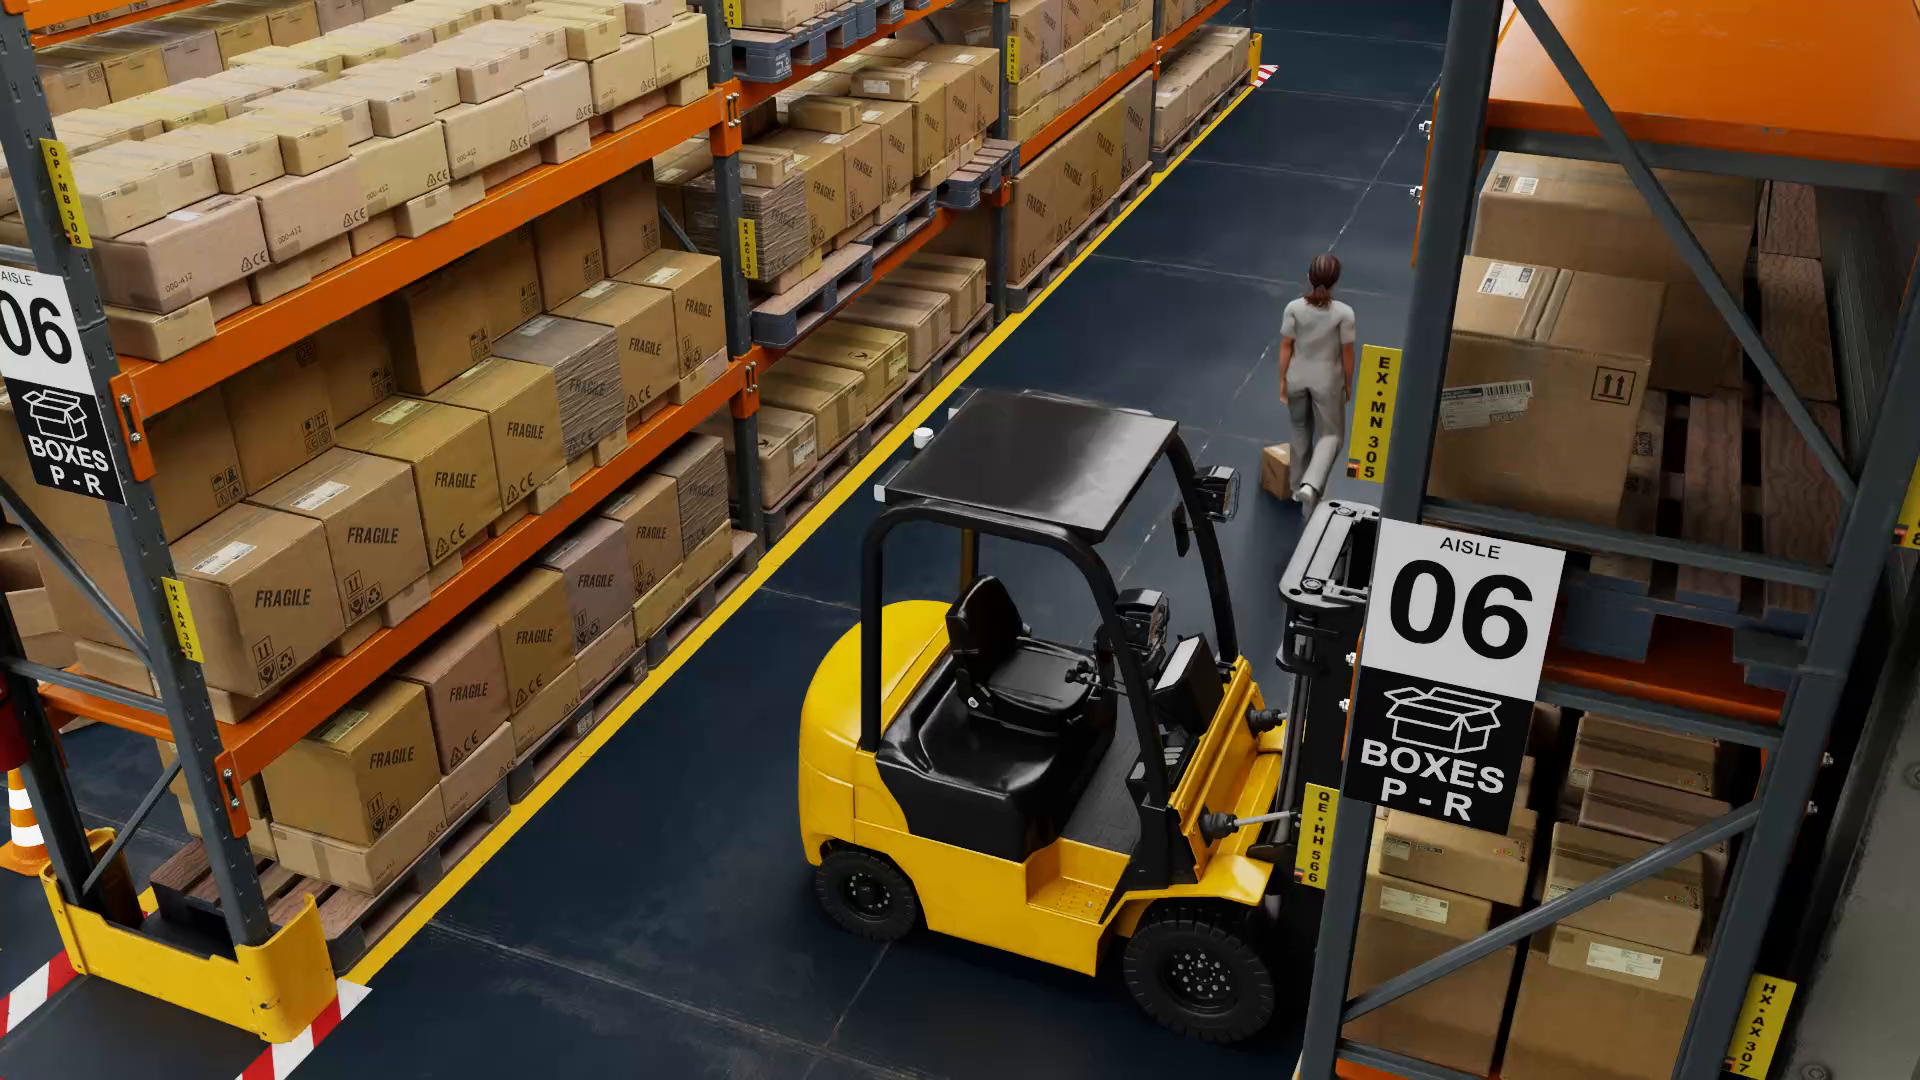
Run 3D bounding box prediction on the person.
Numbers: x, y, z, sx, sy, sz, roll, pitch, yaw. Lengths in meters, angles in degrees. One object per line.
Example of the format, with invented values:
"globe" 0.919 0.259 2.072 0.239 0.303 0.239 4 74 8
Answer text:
"person" 2.115 -0.922 9.980 0.445 1.649 0.743 13 32 21
